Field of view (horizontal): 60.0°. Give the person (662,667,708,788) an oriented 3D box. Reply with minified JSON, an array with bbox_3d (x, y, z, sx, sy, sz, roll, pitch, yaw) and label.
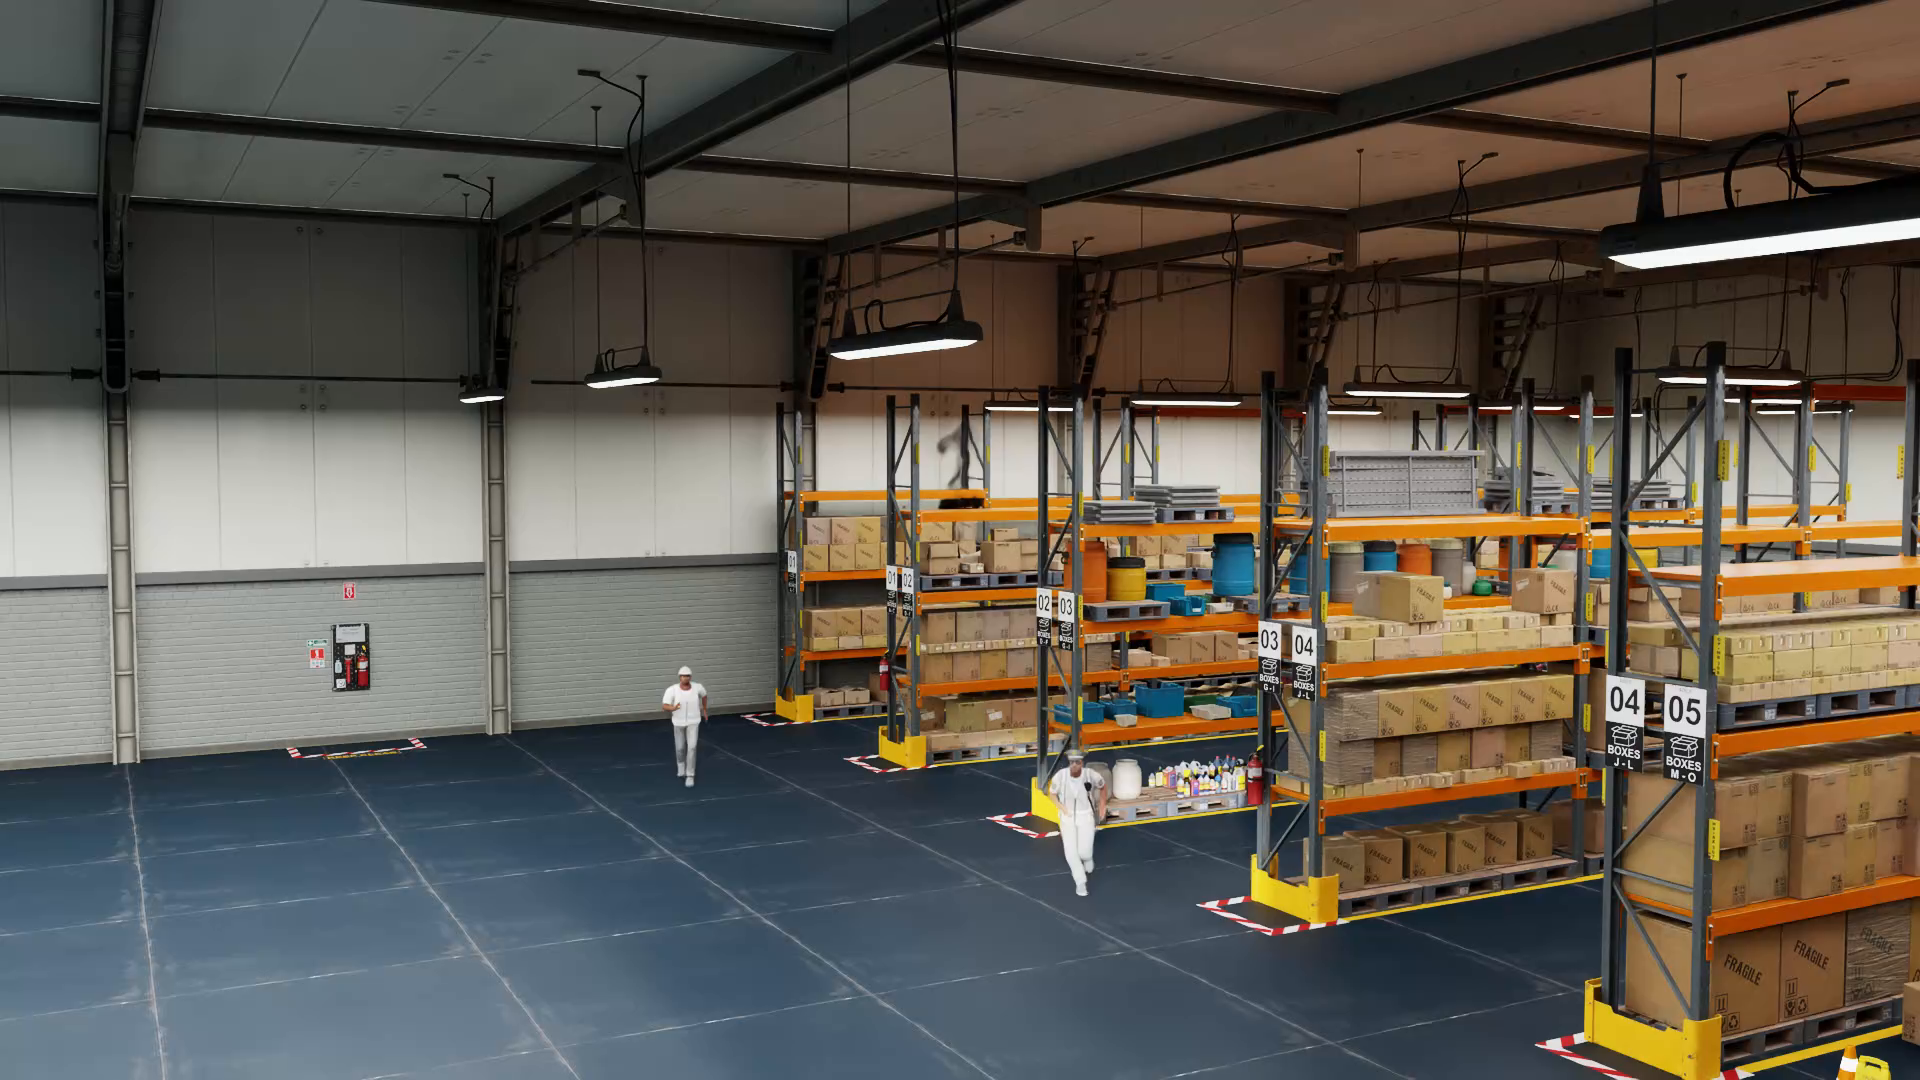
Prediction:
[{"bbox_3d":[-4.202,2.813,25.436,0.688,1.781,0.950,-1,3,-11],"label":"person"}]

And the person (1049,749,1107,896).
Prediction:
[{"bbox_3d":[1.358,3.232,19.214,0.648,1.719,0.710,1,3,12],"label":"person"}]
